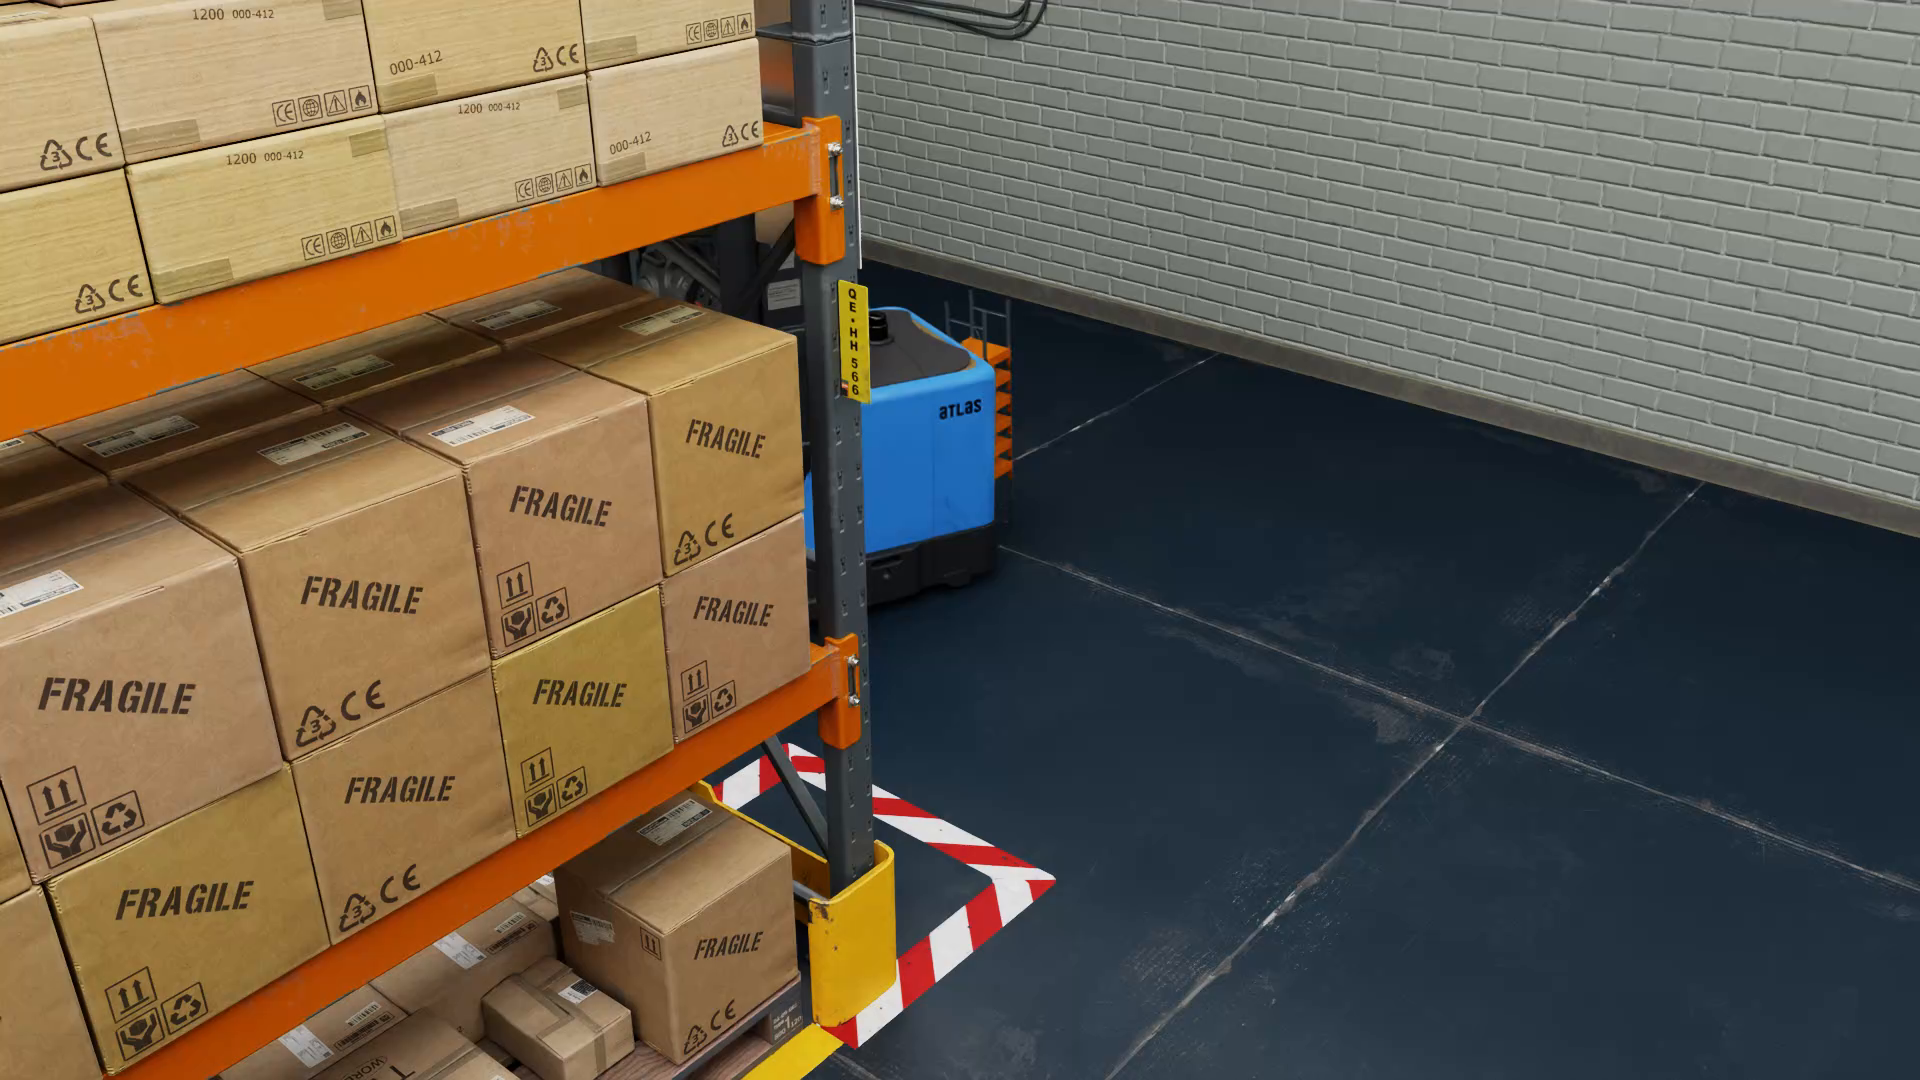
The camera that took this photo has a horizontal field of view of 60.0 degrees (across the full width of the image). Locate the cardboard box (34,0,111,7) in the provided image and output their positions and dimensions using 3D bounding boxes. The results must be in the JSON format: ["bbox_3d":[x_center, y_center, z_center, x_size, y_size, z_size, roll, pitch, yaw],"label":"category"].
[{"bbox_3d":[-1.626,-1.308,3.052,0.700,0.500,0.500,21,34,34],"label":"cardboard box"}]

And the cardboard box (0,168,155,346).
[{"bbox_3d":[-1.782,-0.514,2.877,0.500,0.250,0.500,21,34,34],"label":"cardboard box"}]

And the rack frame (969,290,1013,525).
[{"bbox_3d":[0.155,-0.634,8.152,0.240,1.200,0.006,20,36,33],"label":"rack frame"}]

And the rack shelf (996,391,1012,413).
[{"bbox_3d":[0.096,-0.663,8.053,0.258,0.103,0.180,20,36,33],"label":"rack shelf"}]

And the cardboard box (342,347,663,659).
[{"bbox_3d":[-1.085,-0.106,3.993,0.500,0.500,0.500,22,34,36],"label":"cardboard box"}]

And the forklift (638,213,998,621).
[{"bbox_3d":[-1.370,-0.996,6.986,3.031,2.935,1.130,-14,30,-25],"label":"forklift"}]

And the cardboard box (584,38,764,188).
[{"bbox_3d":[-0.817,-1.041,3.897,0.500,0.250,0.500,21,34,34],"label":"cardboard box"}]

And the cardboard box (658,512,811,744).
[{"bbox_3d":[-0.768,0.159,4.569,0.500,0.500,0.500,22,35,36],"label":"cardboard box"}]

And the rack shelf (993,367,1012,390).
[{"bbox_3d":[0.093,-0.767,7.994,0.258,0.103,0.180,20,36,33],"label":"rack shelf"}]

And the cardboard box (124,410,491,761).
[{"bbox_3d":[-1.411,0.079,3.635,0.500,0.500,0.500,22,34,36],"label":"cardboard box"}]

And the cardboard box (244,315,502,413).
[{"bbox_3d":[-1.506,-0.256,4.283,0.500,0.500,0.500,21,34,35],"label":"cardboard box"}]

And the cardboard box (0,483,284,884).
[{"bbox_3d":[-1.738,0.261,3.283,0.500,0.500,0.500,22,35,36],"label":"cardboard box"}]

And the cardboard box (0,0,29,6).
[{"bbox_3d":[-2.017,-1.158,2.762,0.700,0.500,0.500,21,34,34],"label":"cardboard box"}]

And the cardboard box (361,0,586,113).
[{"bbox_3d":[-1.141,-1.089,3.445,0.500,0.250,0.500,21,34,34],"label":"cardboard box"}]

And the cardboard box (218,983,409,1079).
[{"bbox_3d":[-1.894,1.455,4.686,0.500,0.250,0.500,21,34,34],"label":"cardboard box"}]

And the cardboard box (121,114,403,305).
[{"bbox_3d":[-1.451,-0.686,3.211,0.500,0.250,0.500,21,34,34],"label":"cardboard box"}]

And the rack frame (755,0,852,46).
[{"bbox_3d":[-0.694,-2.700,3.675,1.000,3.000,0.127,21,34,34],"label":"rack frame"}]

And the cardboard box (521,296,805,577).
[{"bbox_3d":[-0.764,-0.285,4.340,0.500,0.500,0.500,20,34,34],"label":"cardboard box"}]

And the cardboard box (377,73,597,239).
[{"bbox_3d":[-1.143,-0.867,3.561,0.500,0.250,0.500,21,34,34],"label":"cardboard box"}]

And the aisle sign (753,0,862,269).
[{"bbox_3d":[-0.414,-1.124,4.330,0.394,0.787,0.004,21,34,34],"label":"aisle sign"}]

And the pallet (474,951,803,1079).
[{"bbox_3d":[-1.248,1.514,5.095,1.003,0.211,1.213,21,34,34],"label":"pallet"}]

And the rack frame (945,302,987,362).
[{"bbox_3d":[0.042,-0.560,8.028,0.240,1.200,0.006,20,36,33],"label":"rack frame"}]

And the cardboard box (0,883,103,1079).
[{"bbox_3d":[-2.060,0.879,3.178,0.500,0.500,0.500,21,34,34],"label":"cardboard box"}]

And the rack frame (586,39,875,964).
[{"bbox_3d":[-0.694,-0.035,5.053,1.000,3.000,0.127,21,34,34],"label":"rack frame"}]

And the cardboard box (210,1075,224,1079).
[{"bbox_3d":[-2.047,1.629,4.075,0.797,0.503,0.637,21,34,34],"label":"cardboard box"}]

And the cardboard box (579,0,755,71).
[{"bbox_3d":[-0.824,-1.266,3.787,0.500,0.250,0.500,21,34,34],"label":"cardboard box"}]

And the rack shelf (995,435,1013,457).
[{"bbox_3d":[0.103,-0.454,8.171,0.258,0.103,0.180,20,36,33],"label":"rack shelf"}]

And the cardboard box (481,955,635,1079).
[{"bbox_3d":[-1.176,1.410,4.865,0.380,0.166,0.250,21,34,34],"label":"cardboard box"}]

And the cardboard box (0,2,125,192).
[{"bbox_3d":[-1.775,-0.733,2.758,0.500,0.250,0.500,21,34,34],"label":"cardboard box"}]

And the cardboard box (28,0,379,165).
[{"bbox_3d":[-1.462,-0.913,3.104,0.500,0.250,0.500,21,34,34],"label":"cardboard box"}]

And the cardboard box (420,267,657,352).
[{"bbox_3d":[-1.179,-0.443,4.645,0.500,0.500,0.500,22,35,36],"label":"cardboard box"}]

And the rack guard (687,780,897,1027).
[{"bbox_3d":[-0.742,1.102,5.575,1.175,0.500,0.348,21,34,34],"label":"rack guard"}]

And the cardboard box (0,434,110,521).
[{"bbox_3d":[-2.150,0.101,3.594,0.500,0.500,0.500,20,34,34],"label":"cardboard box"}]

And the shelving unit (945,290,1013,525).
[{"bbox_3d":[0.098,-0.597,8.090,0.258,1.200,0.189,20,36,33],"label":"shelving unit"}]

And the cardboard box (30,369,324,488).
[{"bbox_3d":[-1.828,-0.080,3.943,0.500,0.500,0.500,21,34,35],"label":"cardboard box"}]

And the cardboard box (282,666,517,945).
[{"bbox_3d":[-1.417,0.519,3.873,0.500,0.500,0.500,21,34,35],"label":"cardboard box"}]

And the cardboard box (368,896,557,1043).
[{"bbox_3d":[-1.576,1.278,5.029,0.500,0.250,0.500,21,34,34],"label":"cardboard box"}]

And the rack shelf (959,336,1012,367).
[{"bbox_3d":[0.090,-0.872,7.935,0.258,0.103,0.180,20,36,33],"label":"rack shelf"}]

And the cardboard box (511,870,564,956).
[{"bbox_3d":[-1.384,1.165,5.339,0.380,0.166,0.250,21,34,34],"label":"cardboard box"}]

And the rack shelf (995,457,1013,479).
[{"bbox_3d":[0.106,-0.349,8.230,0.258,0.103,0.180,20,36,33],"label":"rack shelf"}]

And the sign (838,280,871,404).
[{"bbox_3d":[-0.278,-0.520,4.387,0.100,0.325,0.005,21,34,34],"label":"sign"}]

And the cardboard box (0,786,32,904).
[{"bbox_3d":[-2.066,0.445,2.929,0.500,0.500,0.500,20,33,33],"label":"cardboard box"}]

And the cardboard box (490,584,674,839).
[{"bbox_3d":[-1.096,0.344,4.212,0.500,0.500,0.500,21,34,35],"label":"cardboard box"}]

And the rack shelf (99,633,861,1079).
[{"bbox_3d":[-1.966,0.994,3.848,1.077,0.370,4.000,21,34,34],"label":"rack shelf"}]

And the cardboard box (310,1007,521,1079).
[{"bbox_3d":[-1.477,1.584,4.438,0.500,0.250,0.500,21,34,34],"label":"cardboard box"}]

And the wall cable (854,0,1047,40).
[{"bbox_3d":[-0.645,-4.668,10.859,3.097,2.526,0.112,21,34,34],"label":"wall cable"}]

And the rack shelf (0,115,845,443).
[{"bbox_3d":[-1.966,-0.339,3.159,1.077,0.370,4.000,21,34,34],"label":"rack shelf"}]

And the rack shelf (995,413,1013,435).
[{"bbox_3d":[0.100,-0.558,8.112,0.258,0.103,0.180,20,36,33],"label":"rack shelf"}]

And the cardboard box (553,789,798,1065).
[{"bbox_3d":[-0.849,1.145,5.015,0.500,0.500,0.500,21,34,34],"label":"cardboard box"}]

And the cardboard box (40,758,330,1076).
[{"bbox_3d":[-1.738,0.698,3.528,0.500,0.500,0.500,20,34,34],"label":"cardboard box"}]
